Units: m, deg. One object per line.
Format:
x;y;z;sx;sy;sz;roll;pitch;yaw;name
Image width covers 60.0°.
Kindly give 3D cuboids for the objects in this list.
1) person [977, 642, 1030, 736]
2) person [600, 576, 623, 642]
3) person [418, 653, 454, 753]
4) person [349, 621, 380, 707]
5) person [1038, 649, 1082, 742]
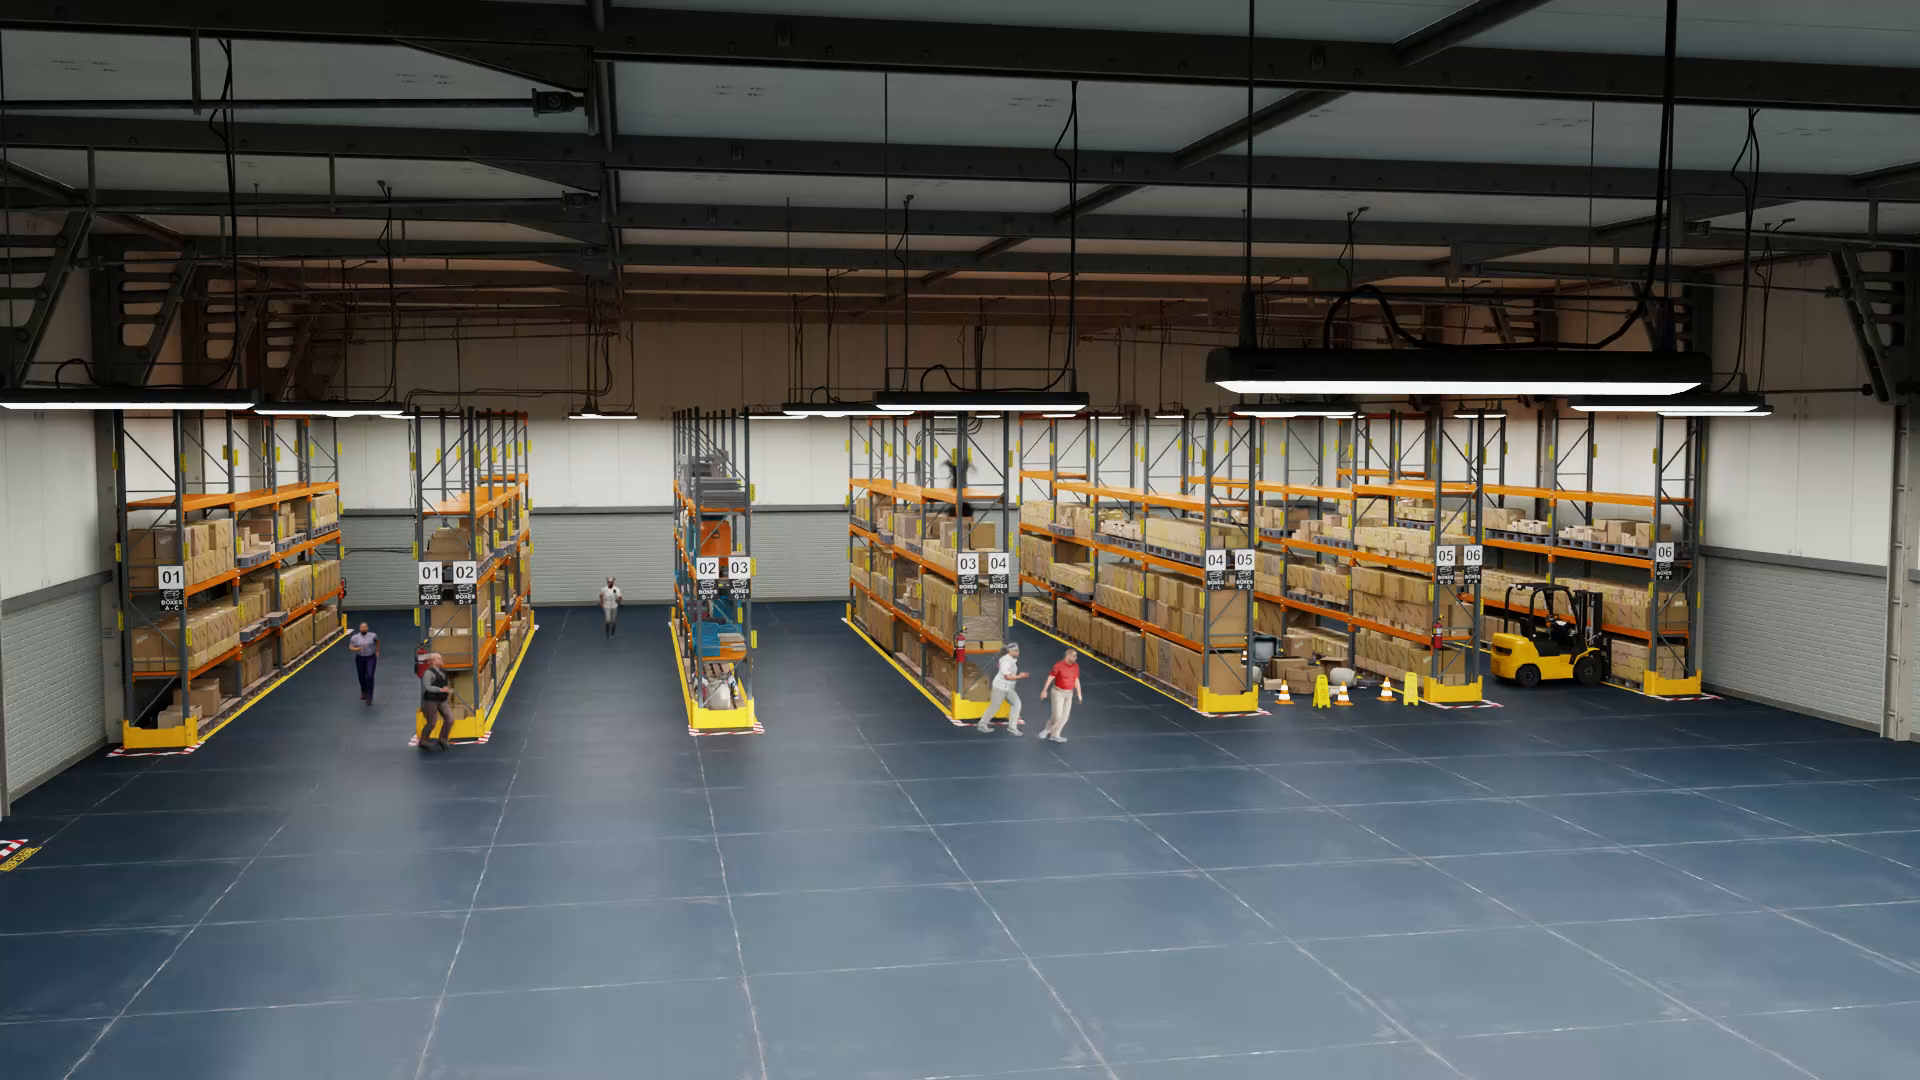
0.803;2.716;30.276;0.998;1.753;0.668;2;4;21;person
-9.110;1.806;43.401;0.558;1.726;0.724;-1;4;-15;person
-9.040;2.839;28.762;0.738;1.779;0.659;2;4;23;person
-12.099;2.489;33.805;0.555;1.695;0.855;-1;4;-13;person
1.800;2.774;29.728;0.707;1.693;0.551;-3;5;-36;person
